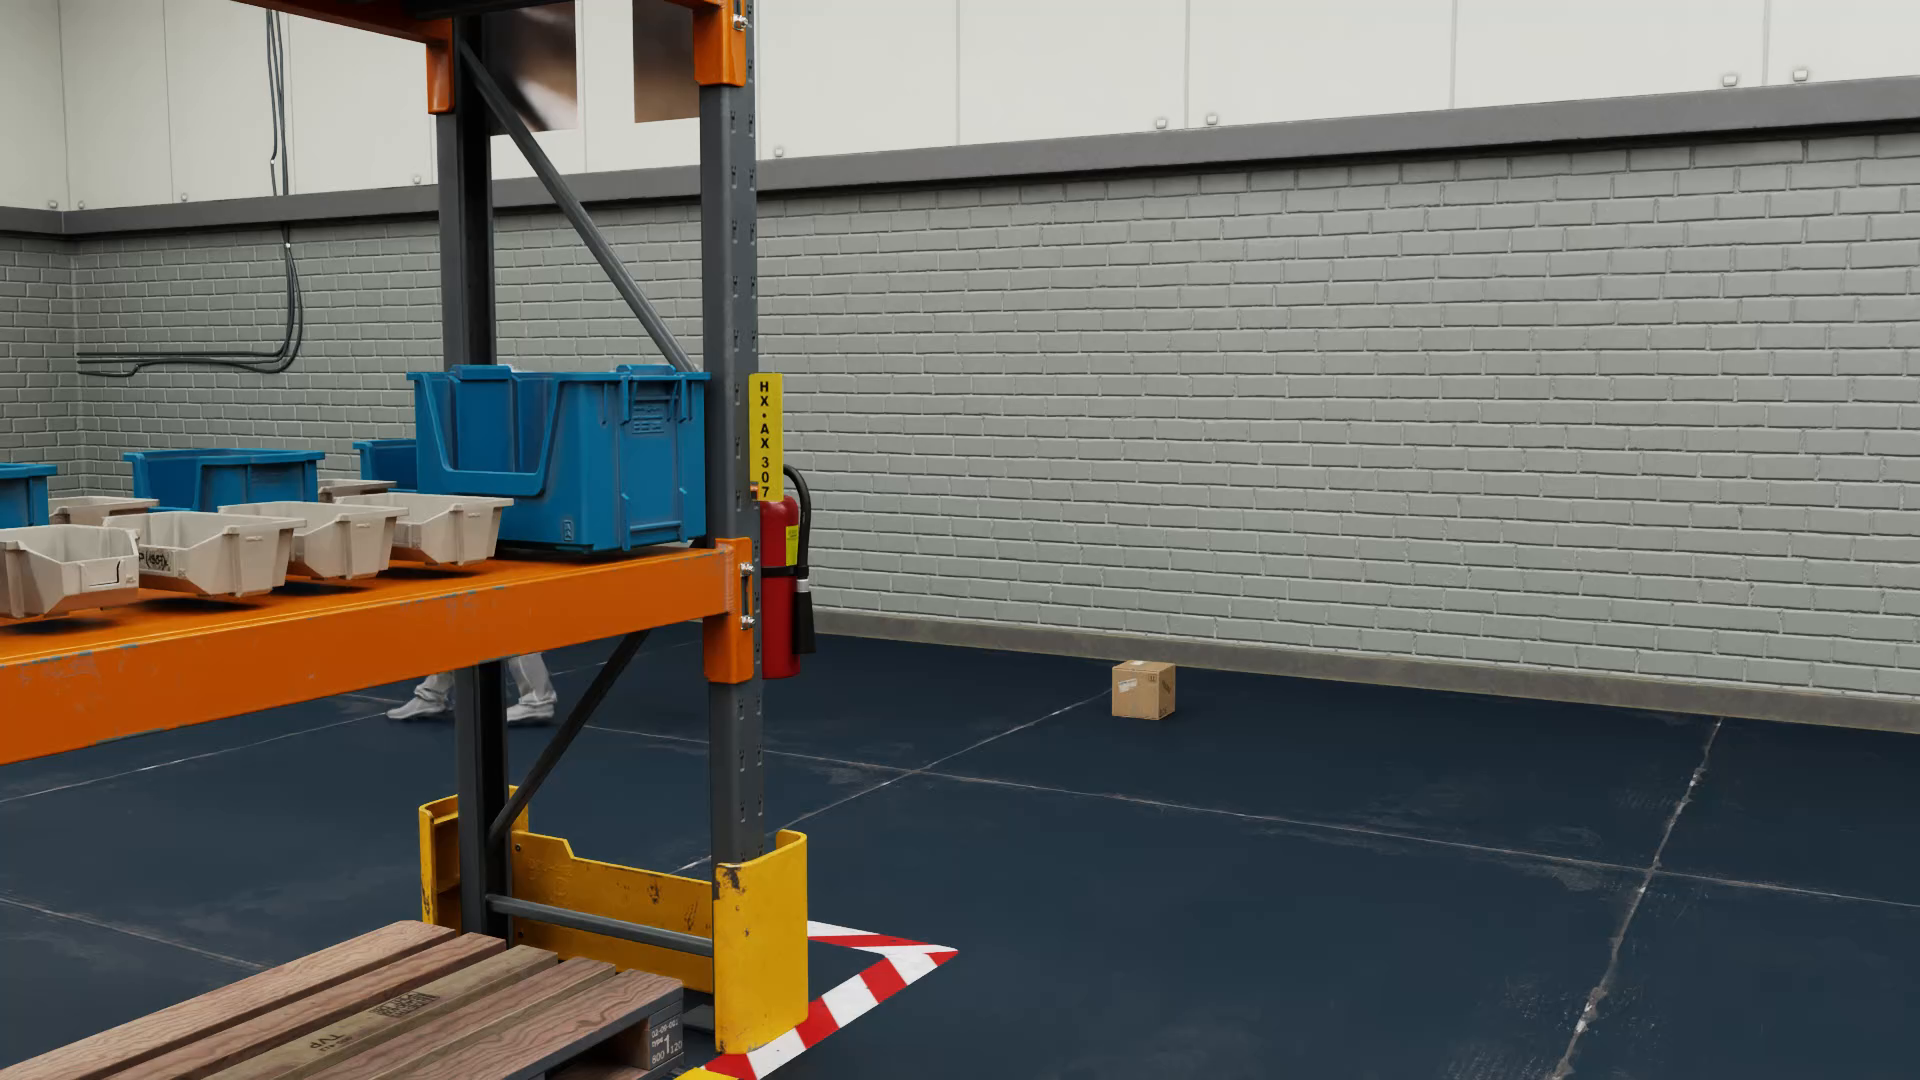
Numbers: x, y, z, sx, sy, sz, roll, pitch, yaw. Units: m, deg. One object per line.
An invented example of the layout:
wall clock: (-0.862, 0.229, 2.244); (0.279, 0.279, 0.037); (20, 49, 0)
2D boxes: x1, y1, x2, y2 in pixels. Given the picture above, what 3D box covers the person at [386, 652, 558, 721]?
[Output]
person: (-2.422, 0.033, 8.135); (0.861, 1.752, 0.615); (-1, 6, -8)
